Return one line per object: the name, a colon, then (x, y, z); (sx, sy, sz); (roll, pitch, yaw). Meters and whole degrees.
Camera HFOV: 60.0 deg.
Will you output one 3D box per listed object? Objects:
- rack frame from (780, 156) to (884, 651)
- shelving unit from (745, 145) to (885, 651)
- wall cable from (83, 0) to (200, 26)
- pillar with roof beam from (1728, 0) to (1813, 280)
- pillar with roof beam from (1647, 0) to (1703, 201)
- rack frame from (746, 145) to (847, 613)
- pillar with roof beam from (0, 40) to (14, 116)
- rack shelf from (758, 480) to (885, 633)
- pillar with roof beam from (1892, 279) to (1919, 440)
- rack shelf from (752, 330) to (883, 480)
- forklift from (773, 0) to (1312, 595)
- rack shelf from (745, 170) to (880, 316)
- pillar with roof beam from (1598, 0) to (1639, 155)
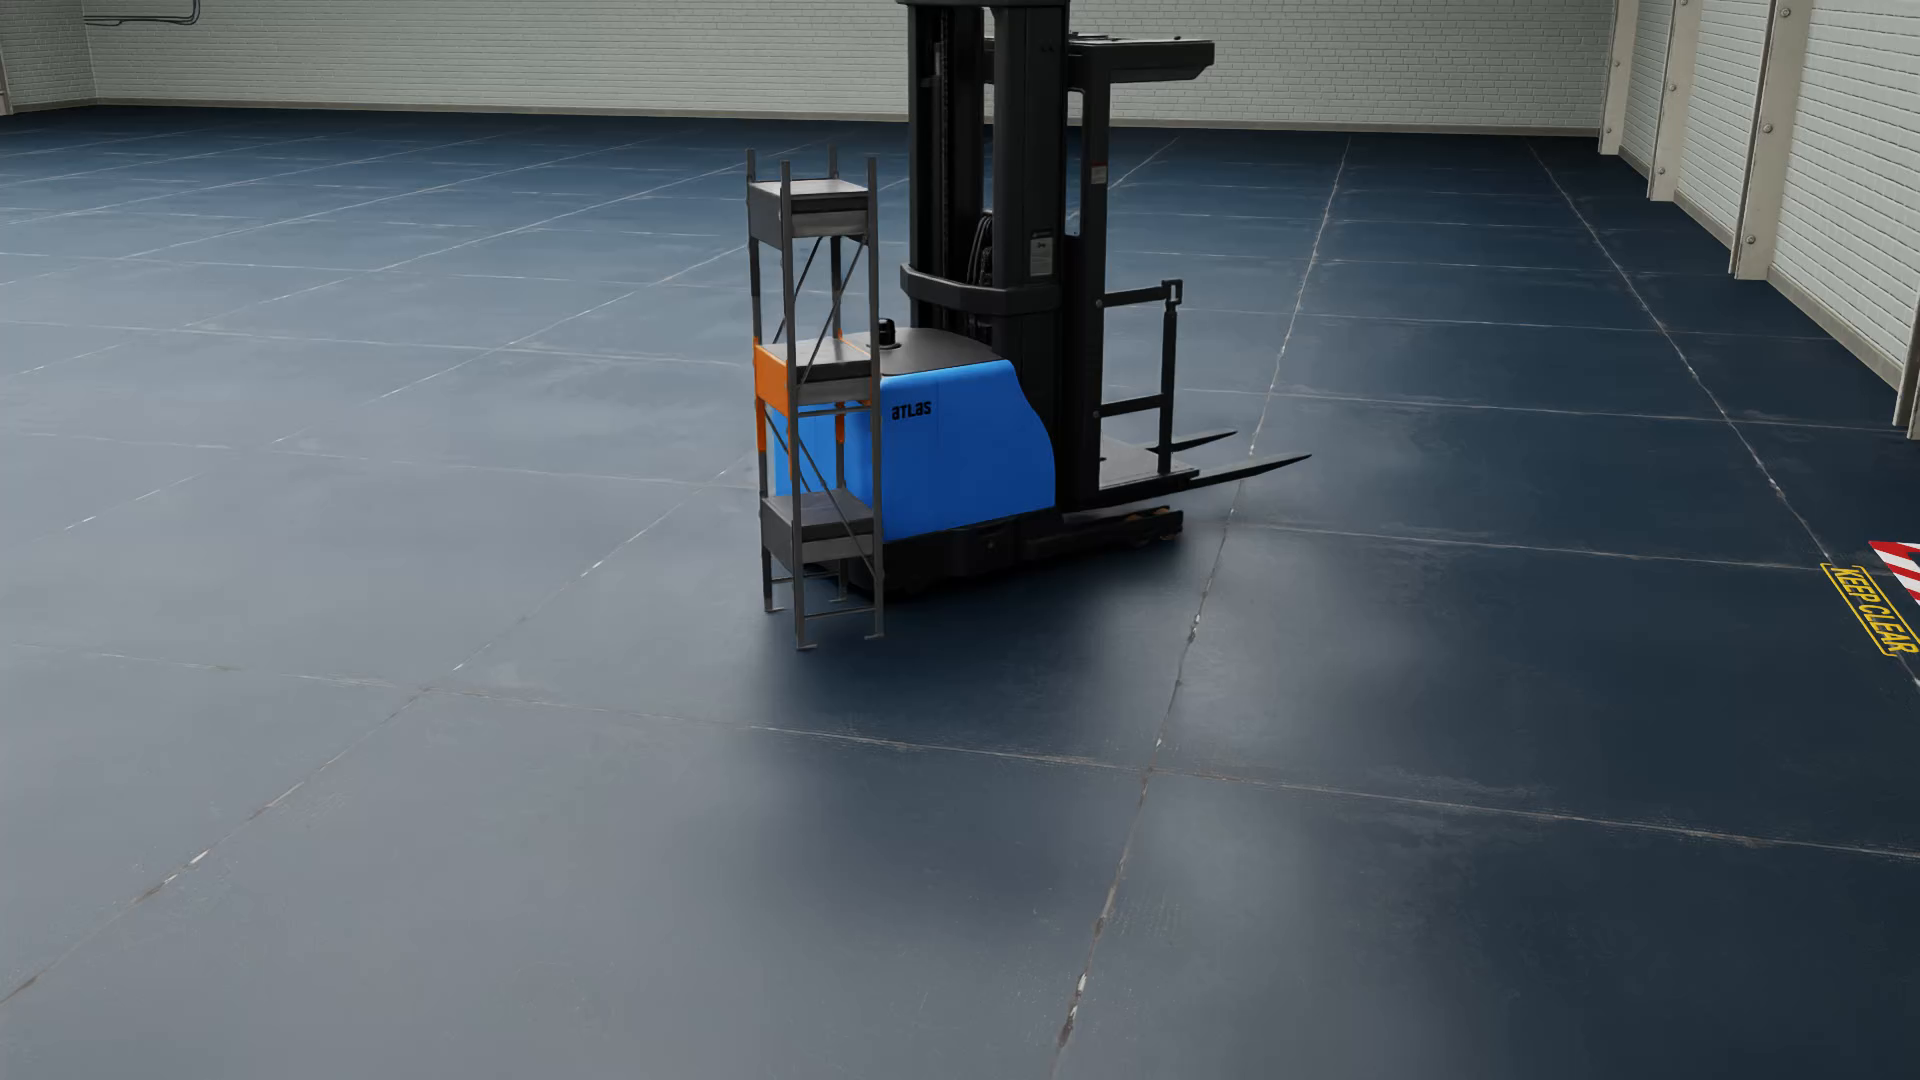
rack frame: (-0.527, -0.537, 7.013); (0.400, 2.100, 0.015); (-8, 20, -22)
shelving unit: (-0.623, -0.610, 7.225); (0.431, 2.100, 0.503); (-8, 20, -22)
wall cable: (-17.916, -12.430, 35.960); (3.097, 2.526, 0.112); (5, 19, 13)
pillar with roof beam: (3.521, -7.171, 15.761); (9.100, 9.000, 0.400); (5, 19, 13)
pillar with roof beam: (4.987, -9.052, 21.266); (9.100, 9.000, 0.400); (5, 19, 13)
rack frame: (-0.719, -0.682, 7.437); (0.400, 2.100, 0.015); (-8, 20, -22)
pillar with roof beam: (-15.743, -12.740, 32.065); (9.100, 9.000, 0.400); (5, 19, 13)
rack shelf: (-0.623, 0.065, 7.456); (0.431, 0.518, 0.480); (-8, 20, -22)
pillar with roof beam: (2.055, -5.291, 10.255); (9.100, 9.000, 0.400); (5, 19, 13)
rack shelf: (-0.623, -0.597, 7.229); (0.431, 0.518, 0.480); (-8, 20, -22)
forklift: (0.559, -1.478, 8.479); (3.031, 2.935, 1.130); (-12, 22, -32)
rack shelf: (-0.623, -1.259, 7.003); (0.431, 0.518, 0.480); (-8, 20, -22)
pillar with roof beam: (6.453, -10.932, 26.772); (9.100, 9.000, 0.400); (5, 19, 13)
